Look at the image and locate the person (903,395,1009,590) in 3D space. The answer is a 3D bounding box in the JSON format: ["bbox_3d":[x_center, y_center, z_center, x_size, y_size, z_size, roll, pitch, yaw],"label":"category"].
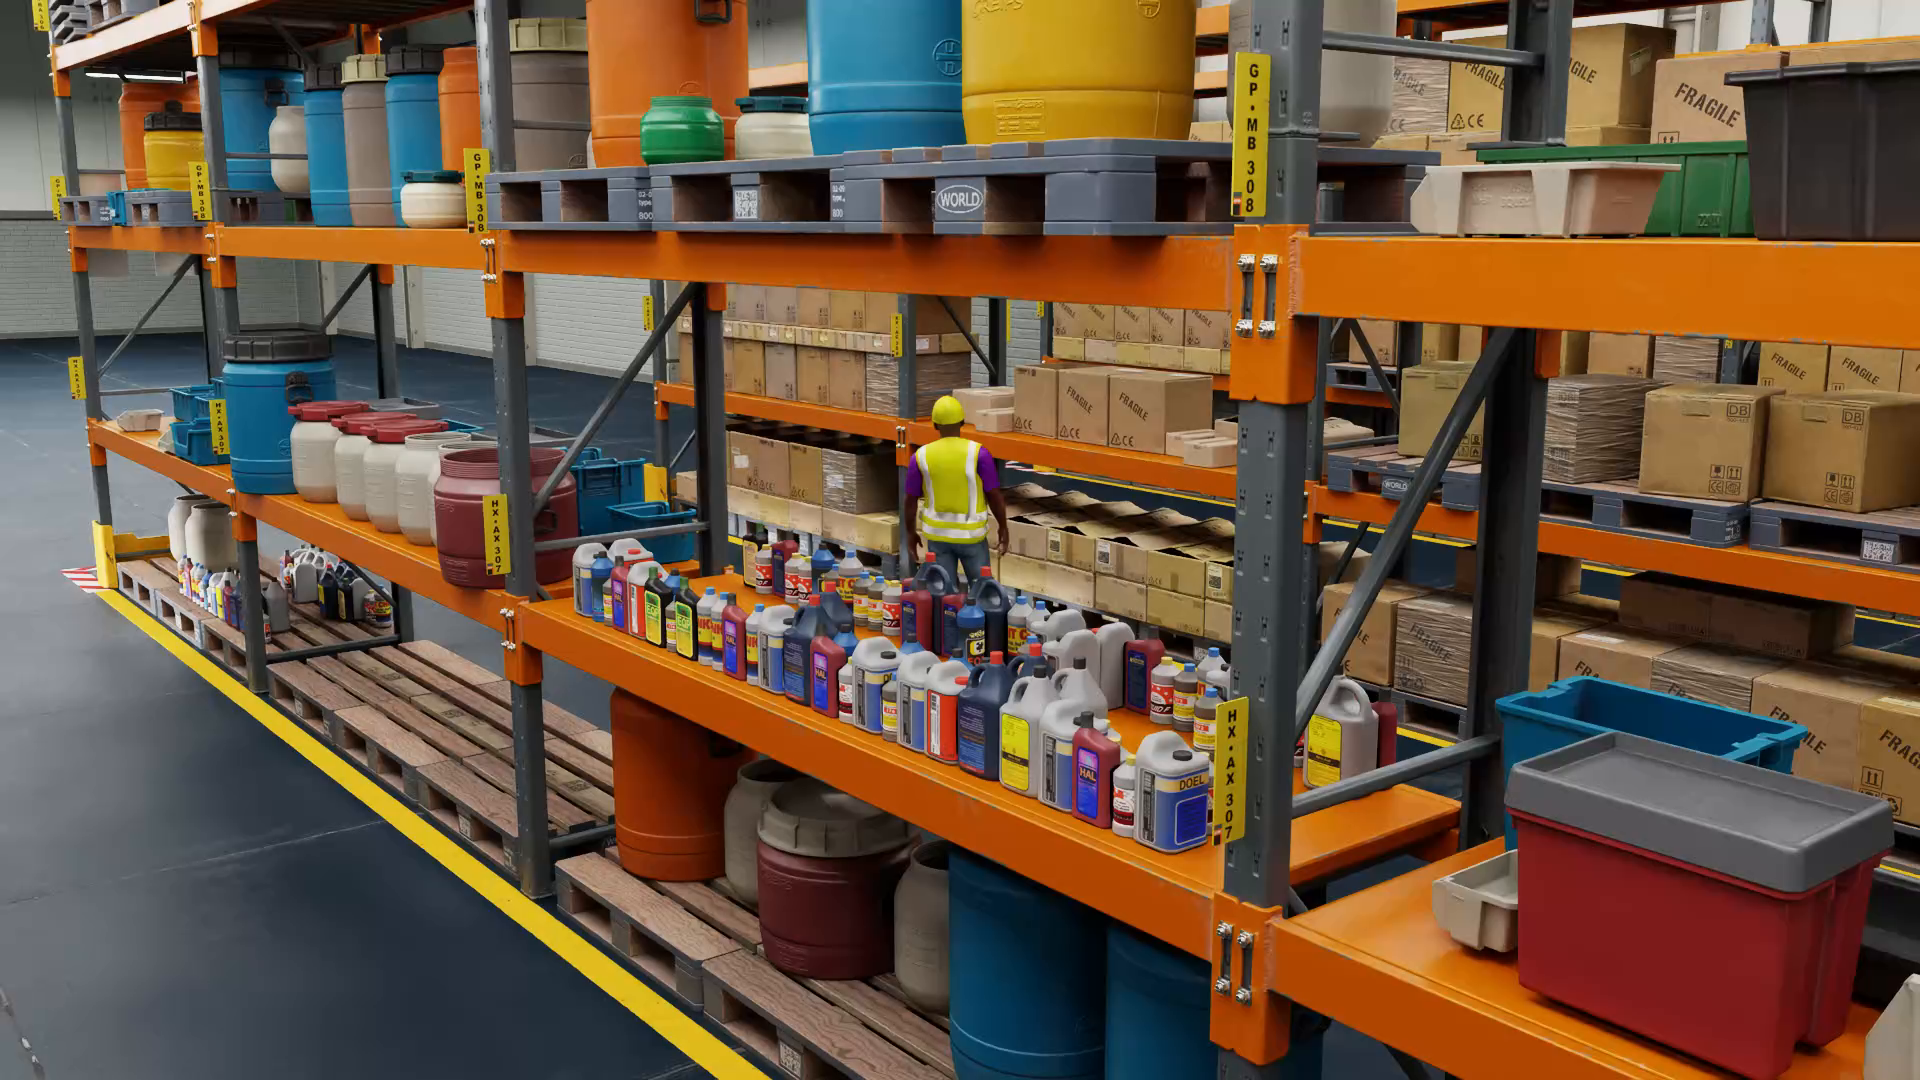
[{"bbox_3d":[-0.008,-0.048,10.570,0.658,1.767,0.575,2,11,9],"label":"person"}]
